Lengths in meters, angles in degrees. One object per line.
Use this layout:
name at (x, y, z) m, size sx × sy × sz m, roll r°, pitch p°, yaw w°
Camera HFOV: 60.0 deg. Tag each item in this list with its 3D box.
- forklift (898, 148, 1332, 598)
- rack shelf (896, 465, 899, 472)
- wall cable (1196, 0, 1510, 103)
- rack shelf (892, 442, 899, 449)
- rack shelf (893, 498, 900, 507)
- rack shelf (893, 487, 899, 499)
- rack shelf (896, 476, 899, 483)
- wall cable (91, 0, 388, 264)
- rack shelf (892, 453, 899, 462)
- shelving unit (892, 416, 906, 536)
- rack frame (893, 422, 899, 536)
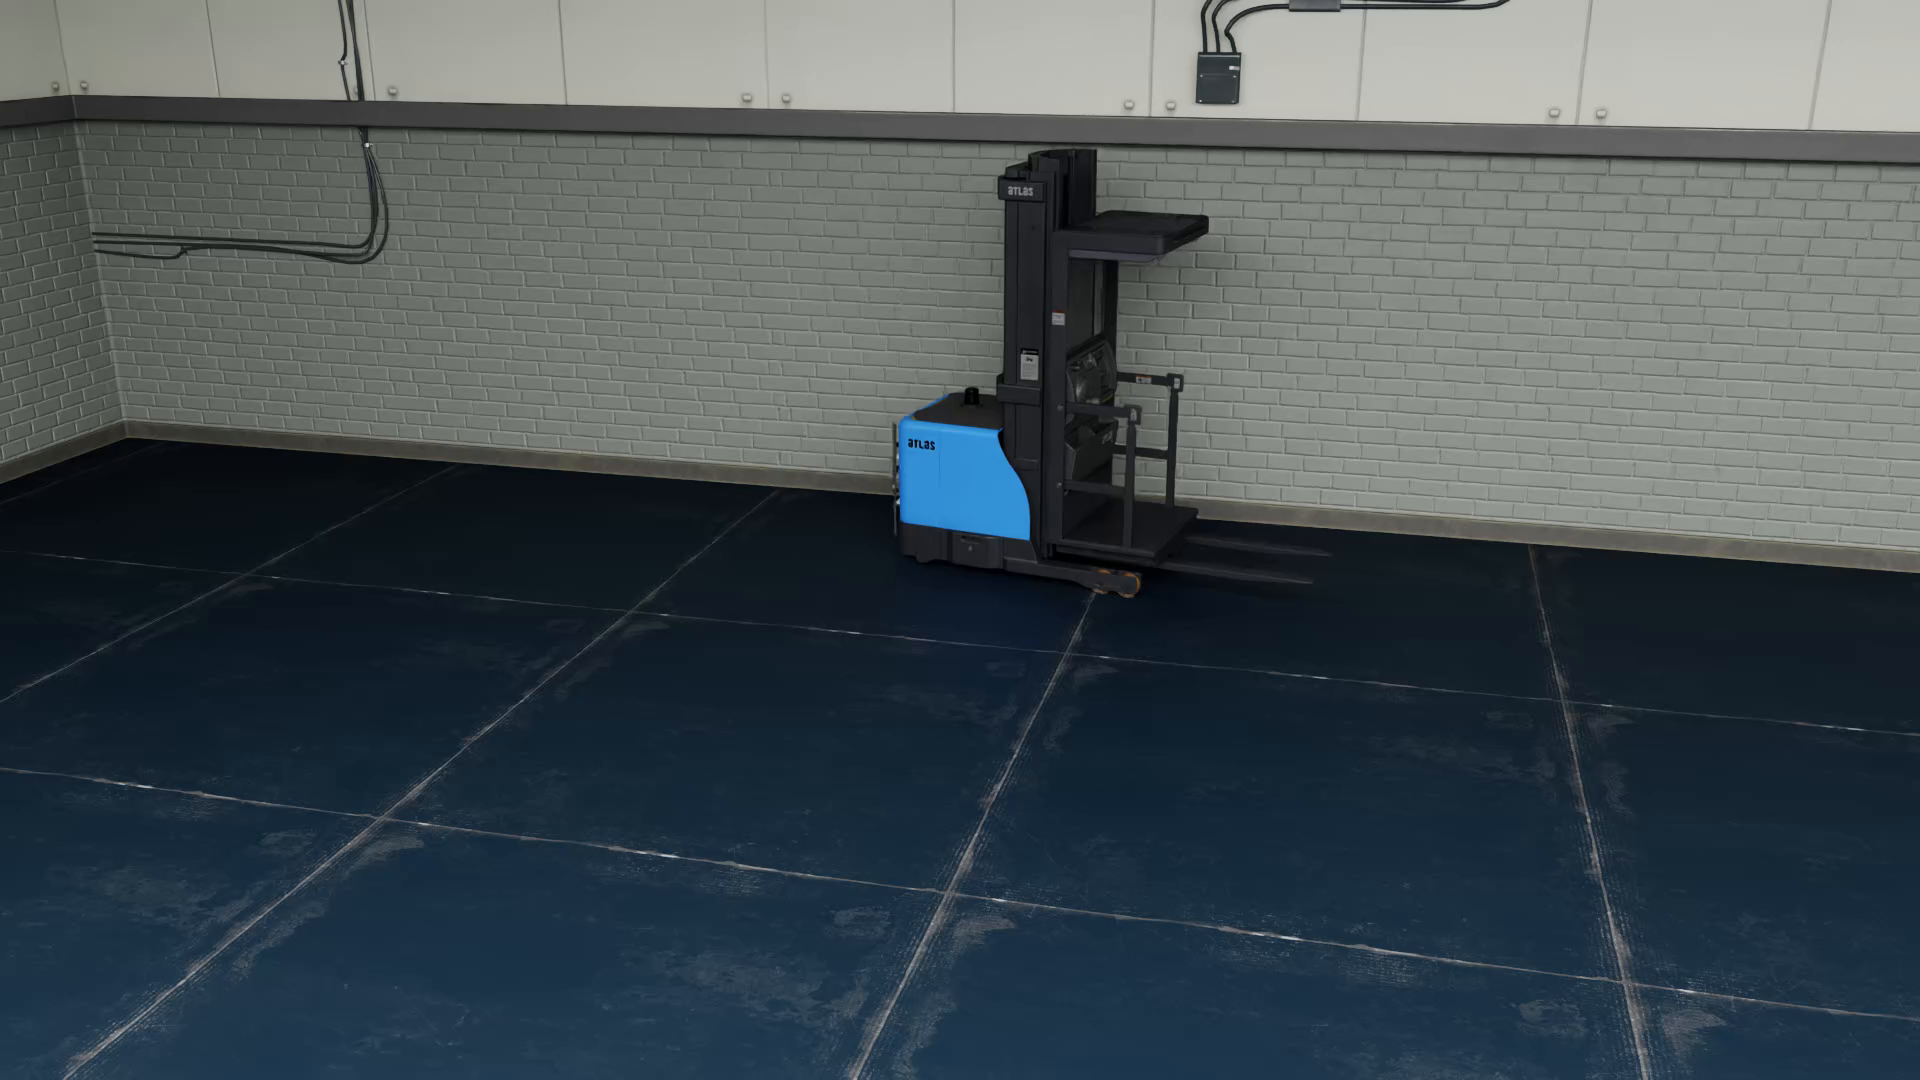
forklift at (1.108, -1.183, 11.615) m, size 3.031 × 2.935 × 1.130 m, roll 8°, pitch 20°, yaw 22°
rack shelf at (-0.356, -0.531, 12.675) m, size 0.258 × 0.077 × 0.200 m, roll 8°, pitch 20°, yaw 21°
wall cable at (2.843, -5.946, 10.913) m, size 2.305 × 6.003 × 0.169 m, roll 5°, pitch 19°, yaw 13°
rack shelf at (-0.356, -0.701, 12.616) m, size 0.258 × 0.077 × 0.200 m, roll 8°, pitch 20°, yaw 21°
rack shelf at (-0.356, -0.275, 12.762) m, size 0.258 × 0.077 × 0.200 m, roll 8°, pitch 20°, yaw 21°
rack shelf at (-0.356, -0.361, 12.733) m, size 0.258 × 0.077 × 0.200 m, roll 8°, pitch 20°, yaw 21°
rack shelf at (-0.356, -0.446, 12.704) m, size 0.258 × 0.077 × 0.200 m, roll 8°, pitch 20°, yaw 21°
wall cable at (-6.359, -3.622, 14.174) m, size 3.097 × 2.526 × 0.112 m, roll 5°, pitch 19°, yaw 13°
rack shelf at (-0.356, -0.616, 12.645) m, size 0.258 × 0.077 × 0.200 m, roll 8°, pitch 20°, yaw 21°
shelving unit at (-0.356, -0.477, 12.693) m, size 0.258 × 0.900 × 0.210 m, roll 8°, pitch 20°, yaw 21°
rack frame at (-0.395, -0.447, 12.604) m, size 0.240 × 0.900 × 0.006 m, roll 8°, pitch 20°, yaw 21°
